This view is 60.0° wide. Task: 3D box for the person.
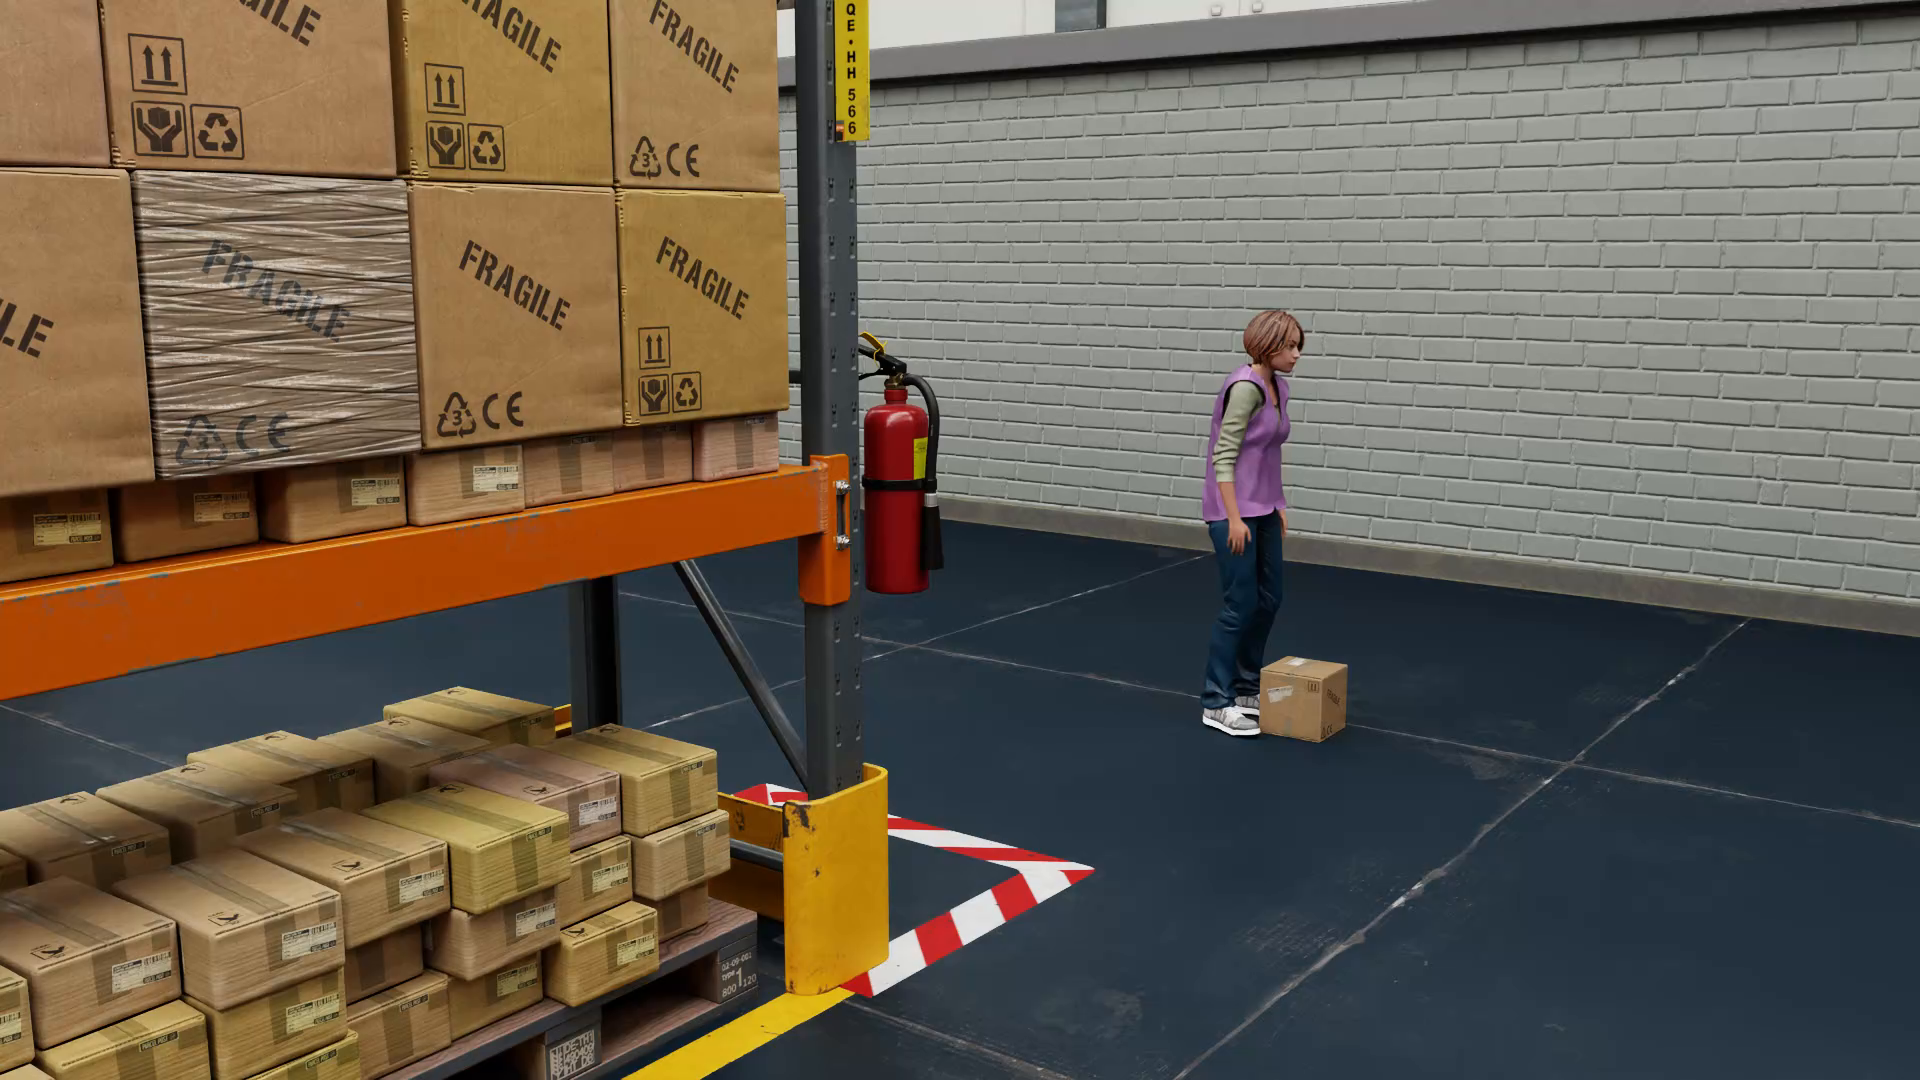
[{"bbox_3d":[1.115,-0.073,6.378,0.348,1.581,0.476,7,12,34],"label":"person"}]
